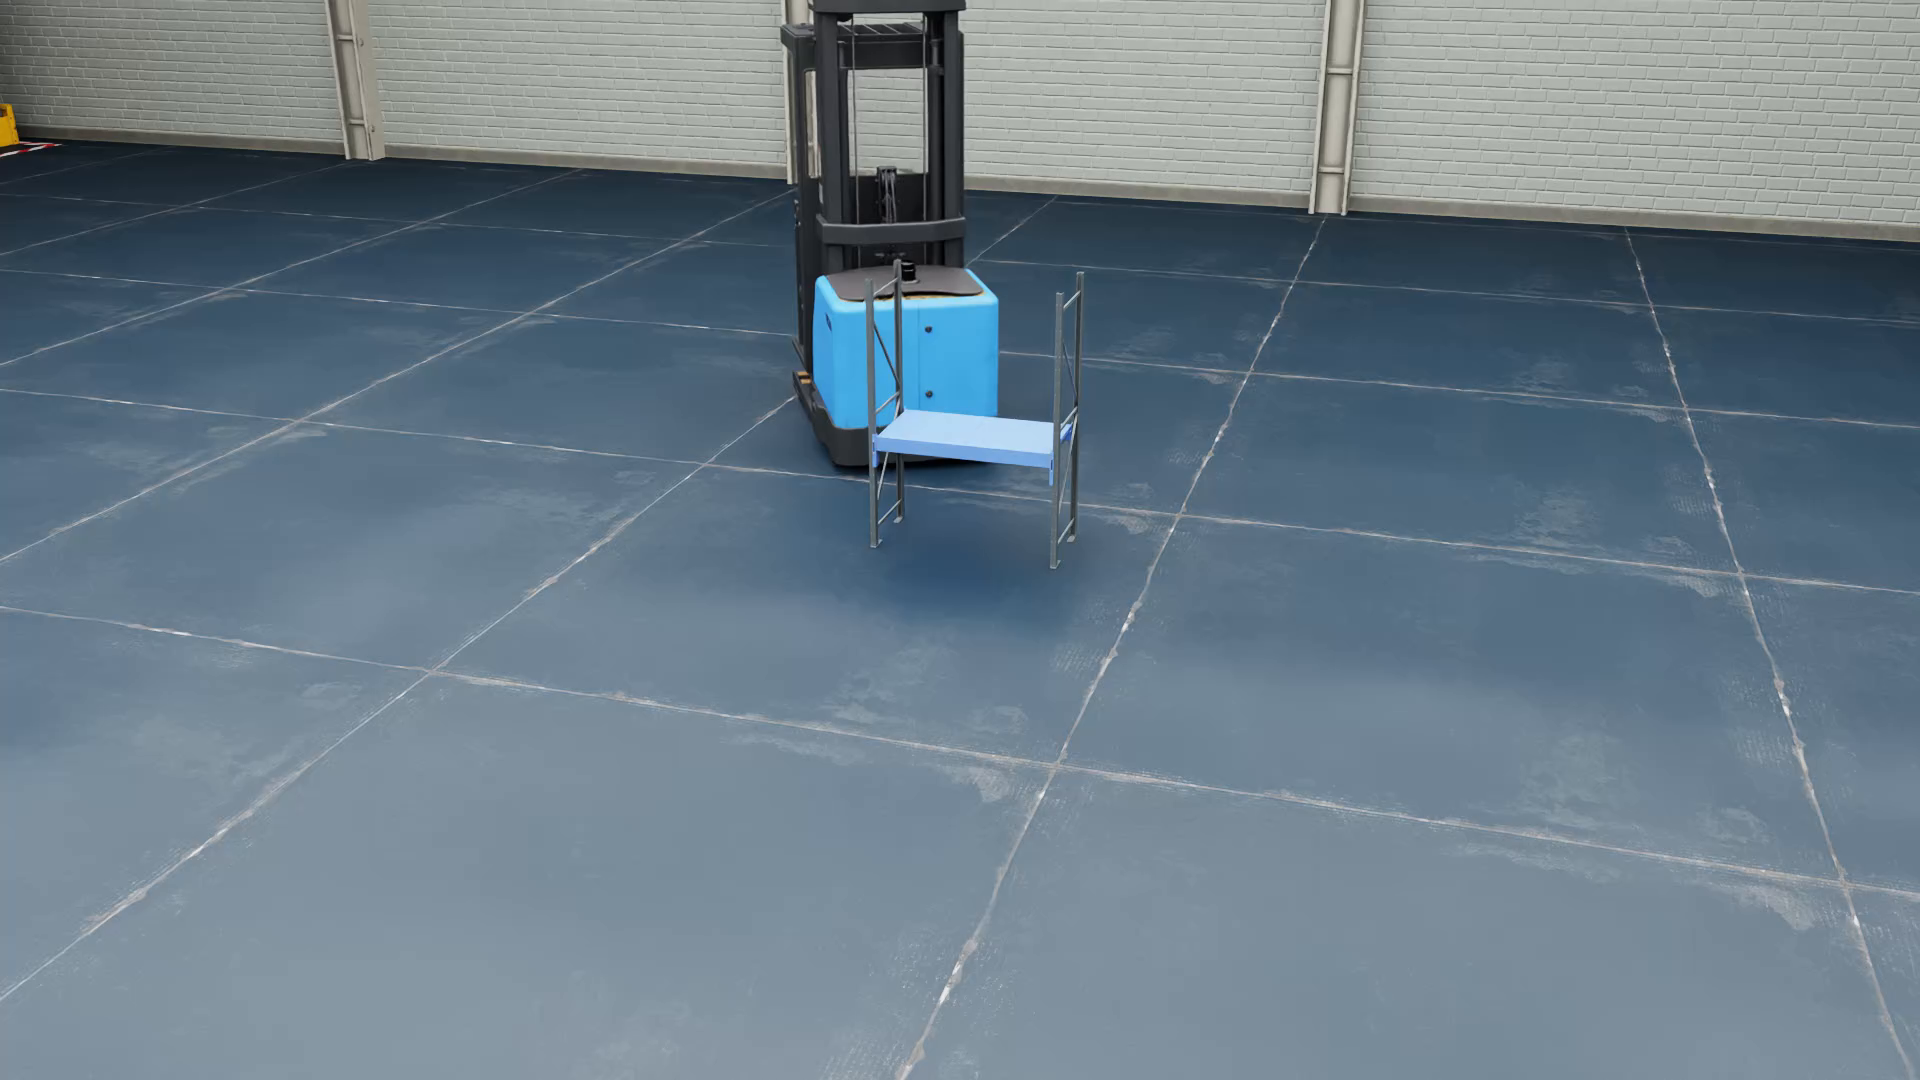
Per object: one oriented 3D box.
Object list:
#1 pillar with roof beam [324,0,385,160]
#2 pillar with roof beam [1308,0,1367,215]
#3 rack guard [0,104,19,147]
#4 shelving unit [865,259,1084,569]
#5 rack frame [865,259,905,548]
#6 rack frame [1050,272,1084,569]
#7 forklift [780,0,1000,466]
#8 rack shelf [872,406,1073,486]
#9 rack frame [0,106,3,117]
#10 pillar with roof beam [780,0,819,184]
[{"bbox_3d":[-8.770,-7.446,15.565,0.400,9.000,9.100,7,23,16],"label":"pillar with roof beam"},{"bbox_3d":[2.719,-6.130,12.358,0.400,9.000,9.100,7,23,16],"label":"pillar with roof beam"},{"bbox_3d":[-12.841,-5.329,21.603,0.348,0.500,1.175,7,23,16],"label":"rack guard"},{"bbox_3d":[0.082,-0.685,8.963,1.048,1.500,0.538,7,23,16],"label":"shelving unit"},{"bbox_3d":[-0.405,-0.740,9.098,0.032,1.500,0.500,7,23,16],"label":"rack frame"},{"bbox_3d":[0.568,-0.629,8.827,0.032,1.500,0.500,7,23,16],"label":"rack frame"},{"bbox_3d":[-0.568,-2.337,11.106,1.130,2.935,3.031,-5,23,-11],"label":"forklift"},{"bbox_3d":[0.082,-0.518,9.031,1.000,0.185,0.538,7,23,16],"label":"rack shelf"},{"bbox_3d":[-12.864,-6.488,21.135,0.127,3.000,1.000,7,23,16],"label":"rack frame"},{"bbox_3d":[-3.026,-6.788,13.961,0.400,9.000,9.100,7,23,16],"label":"pillar with roof beam"}]
